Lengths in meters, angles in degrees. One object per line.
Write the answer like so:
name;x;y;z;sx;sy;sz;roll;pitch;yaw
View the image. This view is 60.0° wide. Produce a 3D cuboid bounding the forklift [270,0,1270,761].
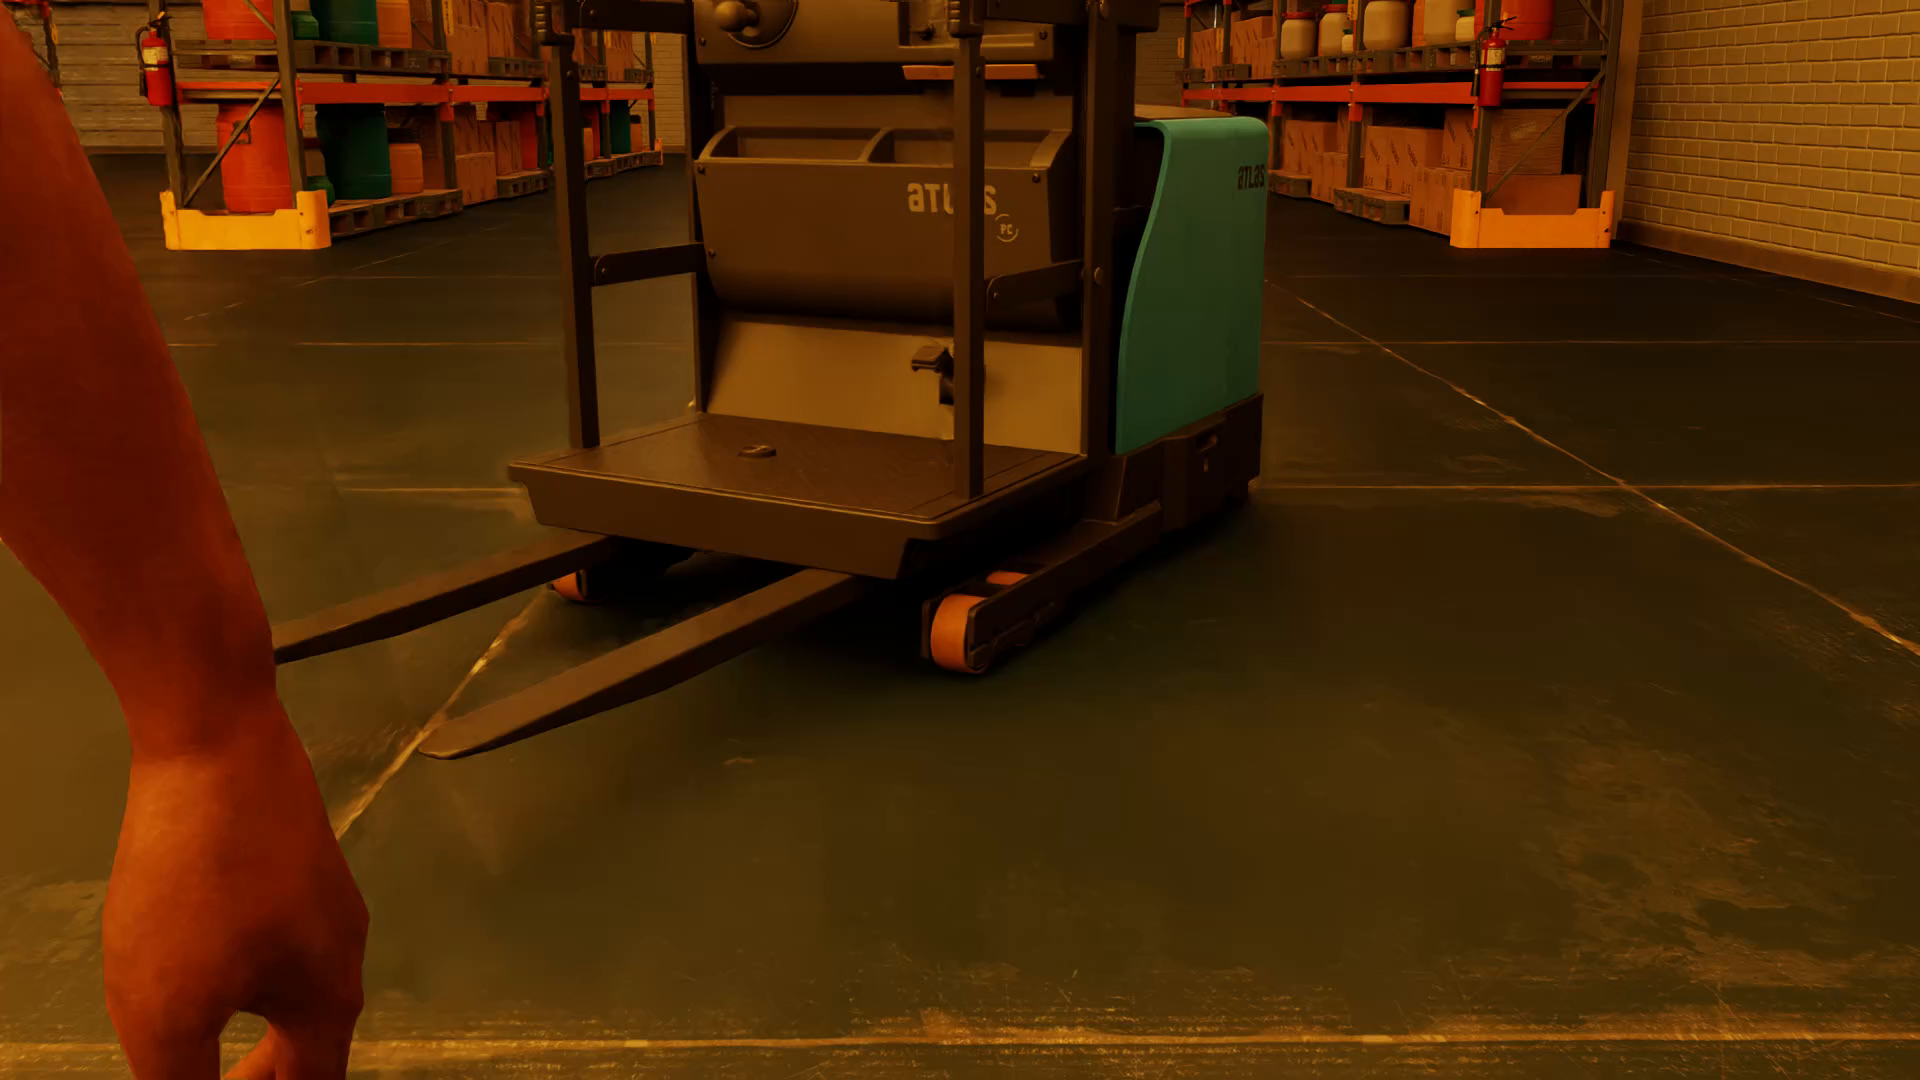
forklift;-0.288;-1.276;3.472;1.130;2.935;3.031;8;17;28
